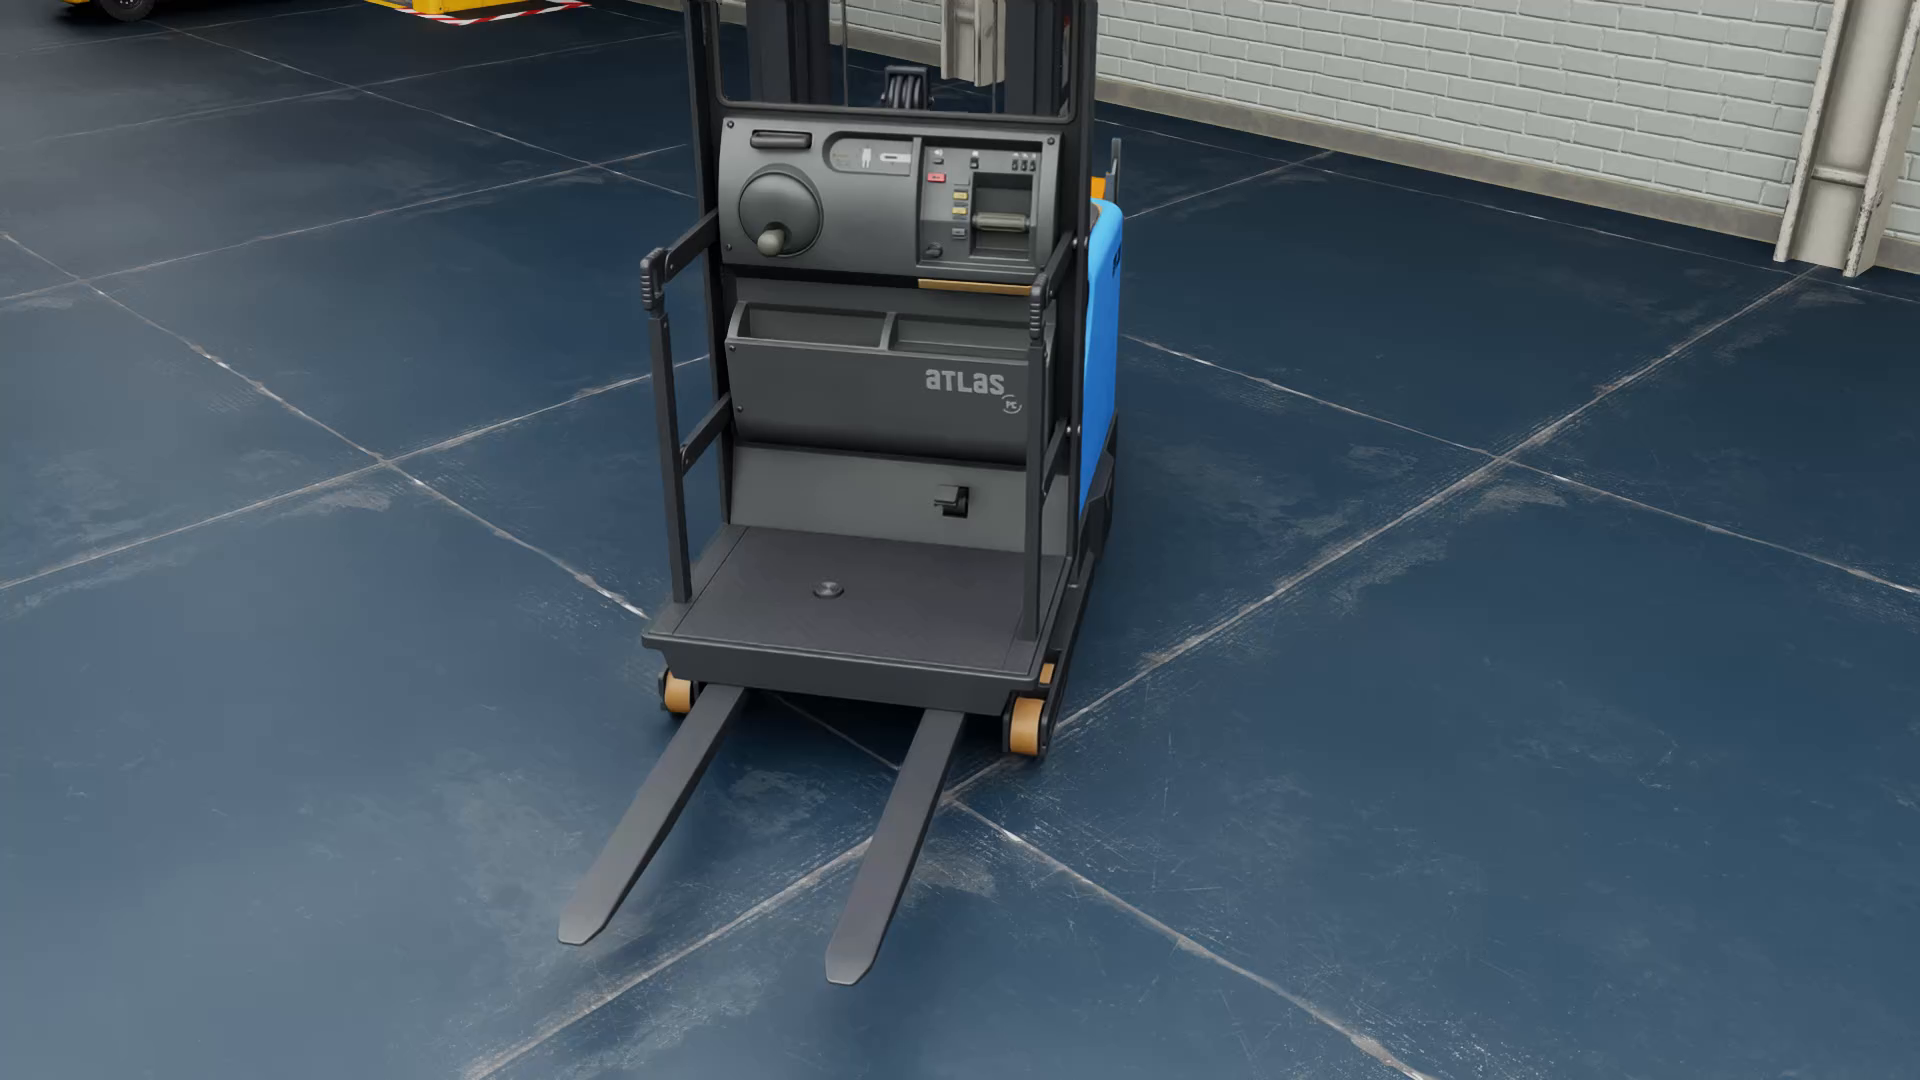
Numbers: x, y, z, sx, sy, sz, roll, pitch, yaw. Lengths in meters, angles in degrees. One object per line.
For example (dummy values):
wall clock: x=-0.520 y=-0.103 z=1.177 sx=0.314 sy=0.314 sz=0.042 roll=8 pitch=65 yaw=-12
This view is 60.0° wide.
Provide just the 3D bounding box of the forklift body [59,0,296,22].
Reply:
forklift body: x=-6.940 y=-5.767 z=14.406 sx=1.214 sy=2.155 sz=2.313 roll=25 pitch=36 yaw=38

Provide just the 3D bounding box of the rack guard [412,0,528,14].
rack guard: x=-4.292 y=-5.015 z=14.750 sx=0.348 sy=0.500 sz=1.175 roll=25 pitch=36 yaw=38

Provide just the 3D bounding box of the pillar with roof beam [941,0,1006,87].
pillar with roof beam: x=-2.913 y=-5.924 z=7.348 sx=0.400 sy=9.000 sz=9.100 roll=25 pitch=36 yaw=38

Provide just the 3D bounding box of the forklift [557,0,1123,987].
forklift: x=-0.239 y=-0.886 z=4.286 sx=1.130 sy=2.935 sz=3.031 roll=6 pitch=28 yaw=10

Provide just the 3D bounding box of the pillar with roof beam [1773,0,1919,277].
pillar with roof beam: x=1.365 y=-3.967 z=3.624 sx=0.400 sy=9.000 sz=9.100 roll=25 pitch=36 yaw=38

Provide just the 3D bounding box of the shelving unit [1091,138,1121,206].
shelving unit: x=0.045 y=-0.907 z=6.266 sx=1.048 sy=1.125 sz=0.538 roll=3 pitch=28 yaw=7

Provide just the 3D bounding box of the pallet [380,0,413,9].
pallet: x=-4.884 y=-5.131 z=15.280 sx=1.213 sy=0.211 sz=1.003 roll=25 pitch=36 yaw=38

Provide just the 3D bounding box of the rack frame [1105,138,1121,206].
rack frame: x=0.549 y=-0.876 z=6.208 sx=0.032 sy=1.125 sz=0.500 roll=3 pitch=28 yaw=7

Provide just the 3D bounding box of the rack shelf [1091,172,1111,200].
rack shelf: x=0.045 y=-1.166 z=6.130 sx=1.000 sy=0.278 sz=0.538 roll=3 pitch=28 yaw=7
